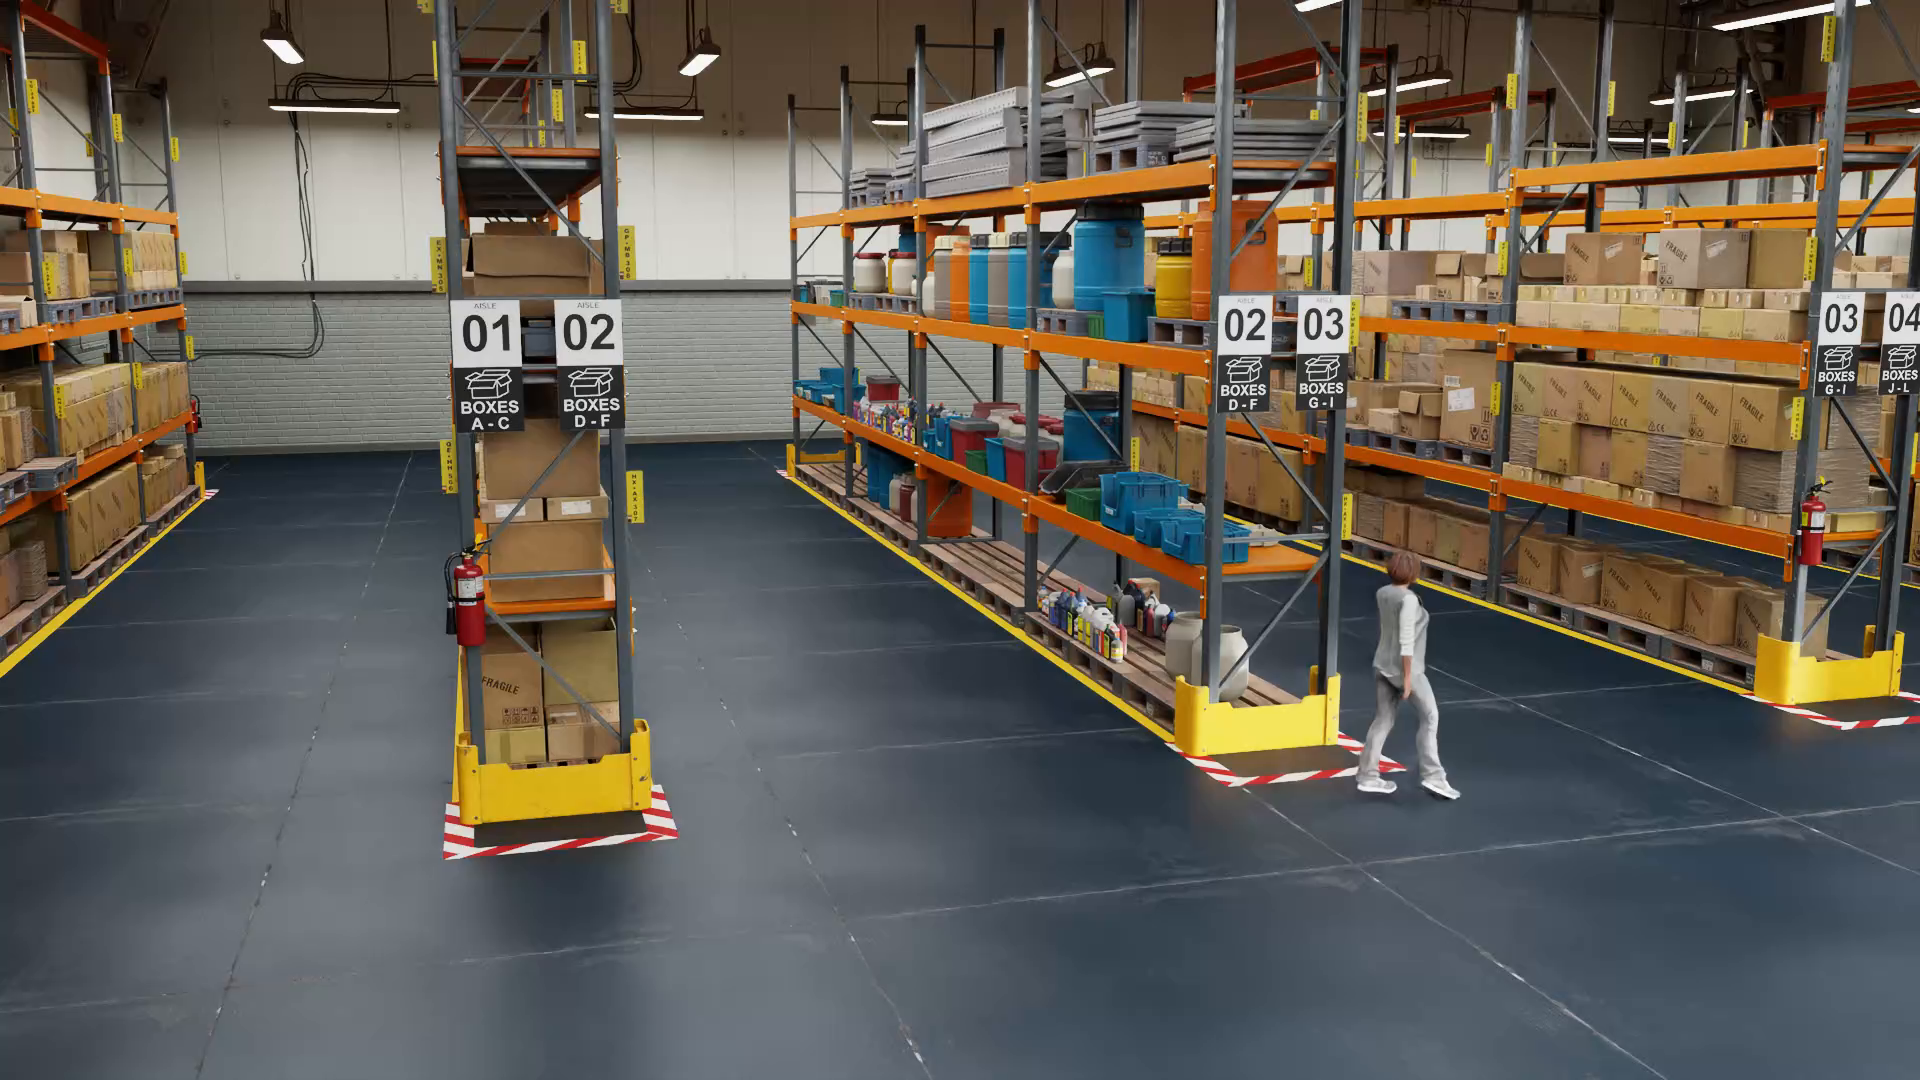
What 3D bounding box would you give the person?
[{"bbox_3d":[2.863,0.865,10.730,0.673,1.622,0.459,-3,10,-19],"label":"person"}]
